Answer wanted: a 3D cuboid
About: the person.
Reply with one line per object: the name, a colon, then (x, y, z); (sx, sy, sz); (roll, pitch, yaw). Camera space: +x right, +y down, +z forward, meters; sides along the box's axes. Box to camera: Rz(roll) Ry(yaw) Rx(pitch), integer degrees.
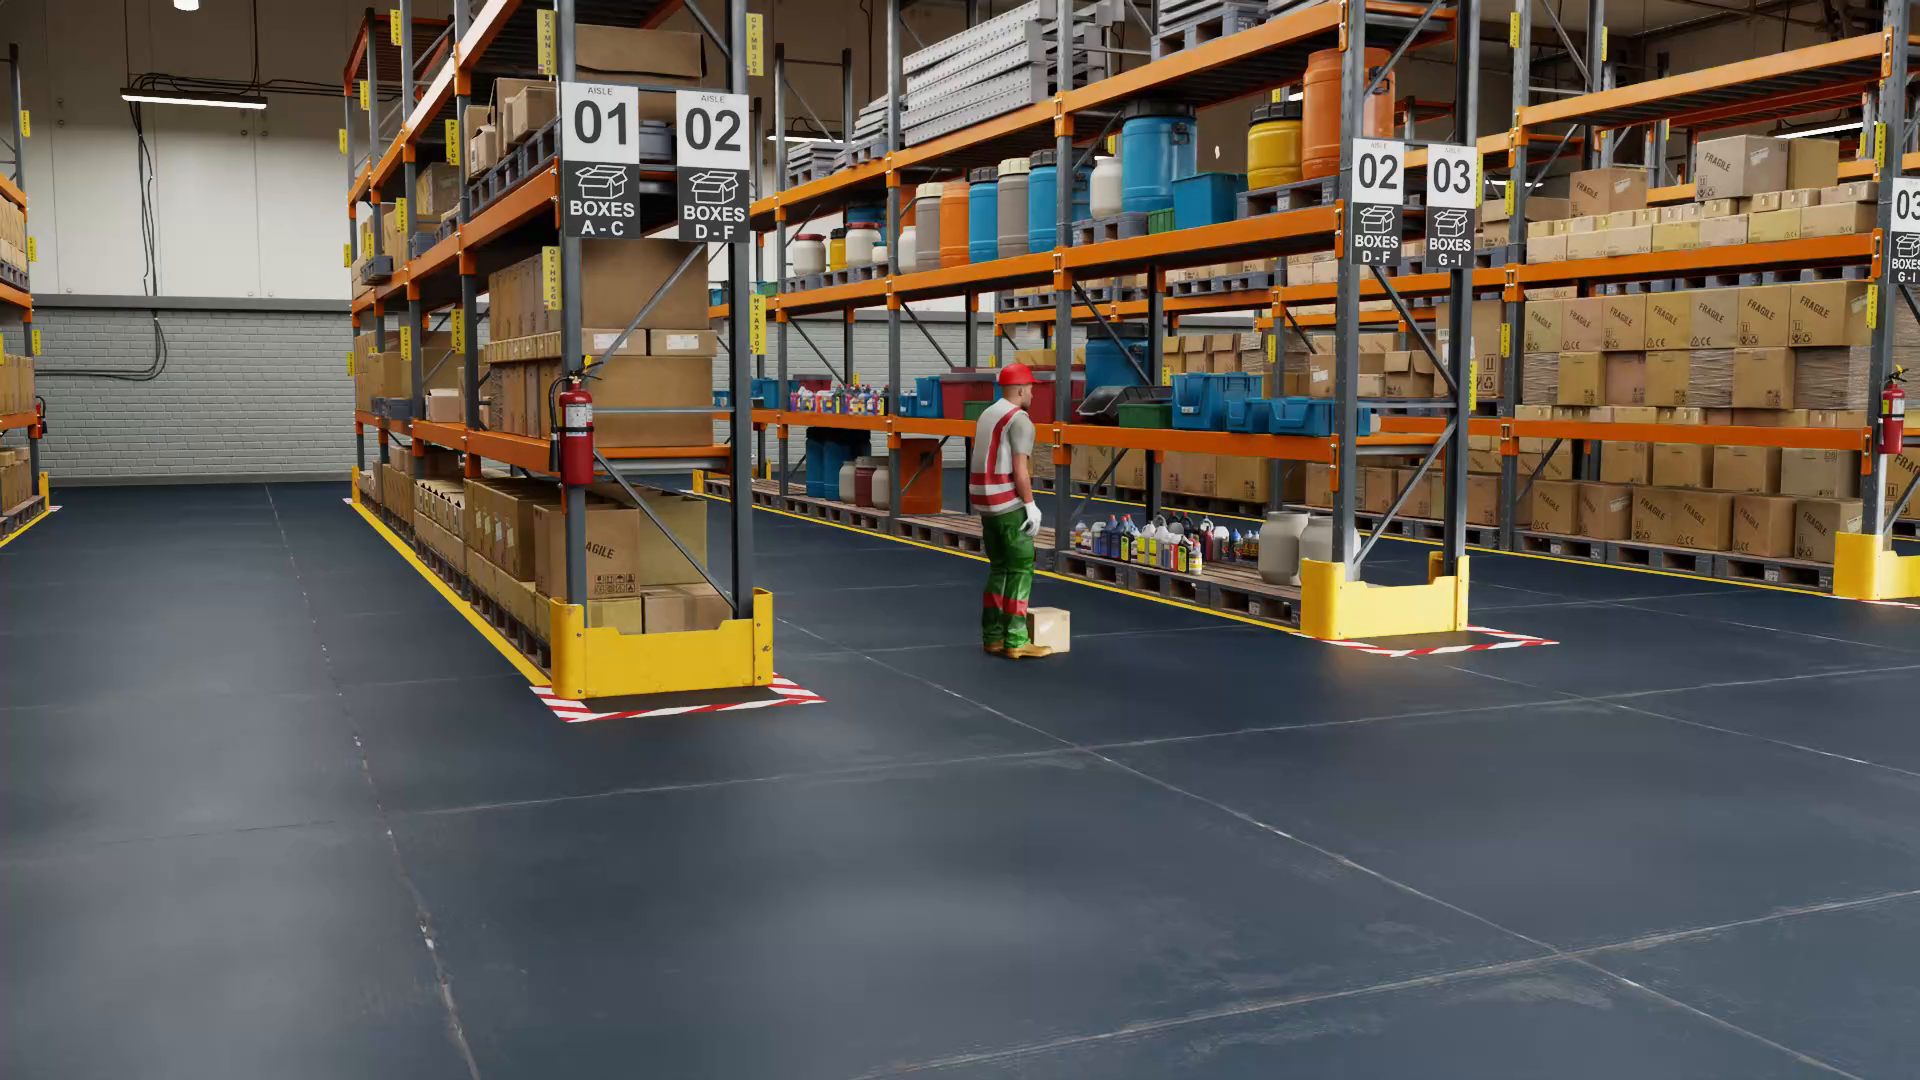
person: (0.304, -0.189, 10.165); (0.452, 1.777, 0.610); (-3, 6, -27)
